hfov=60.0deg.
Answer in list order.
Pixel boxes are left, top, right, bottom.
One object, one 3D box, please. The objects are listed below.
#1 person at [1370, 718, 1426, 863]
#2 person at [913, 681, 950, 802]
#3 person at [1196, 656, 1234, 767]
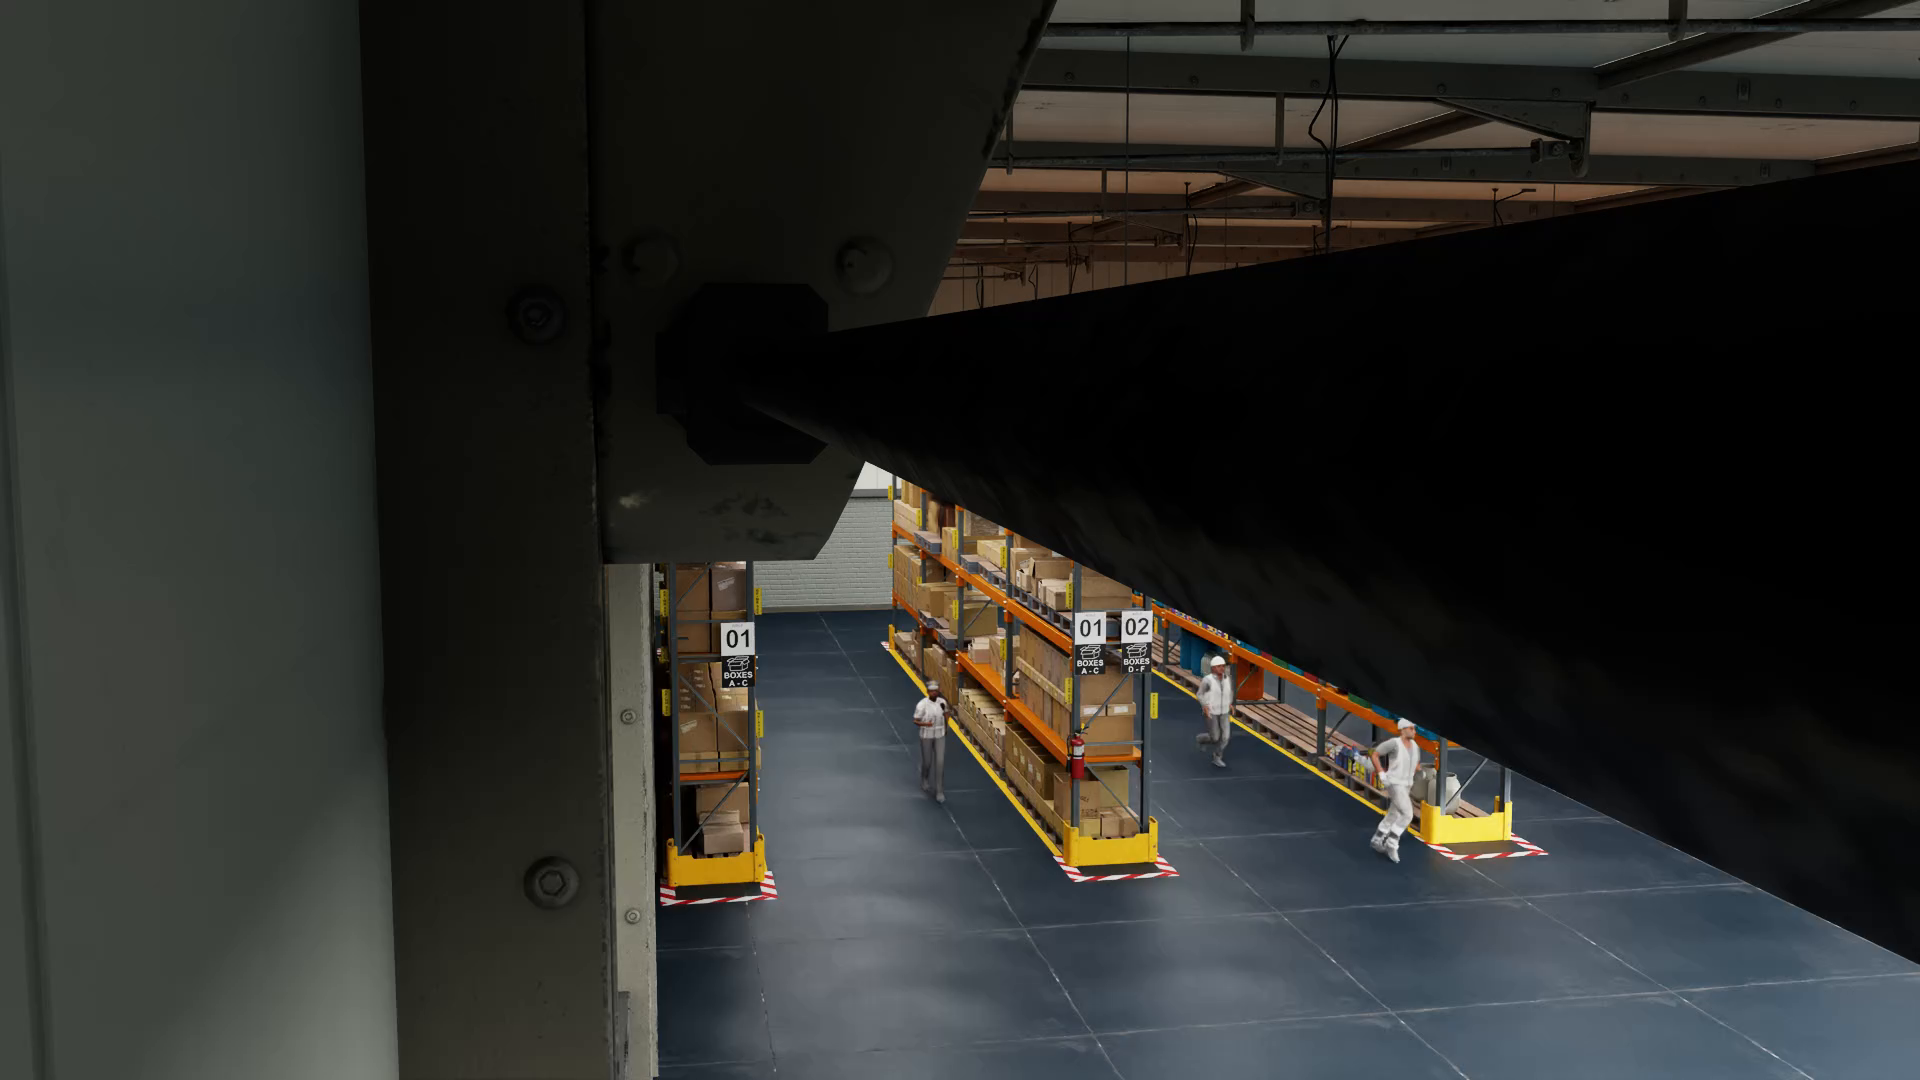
[{"bbox_3d":[5.638,3.170,21.259,0.685,1.798,0.674,-5,8,-42],"label":"person"},{"bbox_3d":[-0.392,2.863,24.073,0.581,1.699,0.876,-1,6,-11],"label":"person"},{"bbox_3d":[3.990,2.664,26.084,0.647,1.727,0.637,-2,7,-21],"label":"person"}]
